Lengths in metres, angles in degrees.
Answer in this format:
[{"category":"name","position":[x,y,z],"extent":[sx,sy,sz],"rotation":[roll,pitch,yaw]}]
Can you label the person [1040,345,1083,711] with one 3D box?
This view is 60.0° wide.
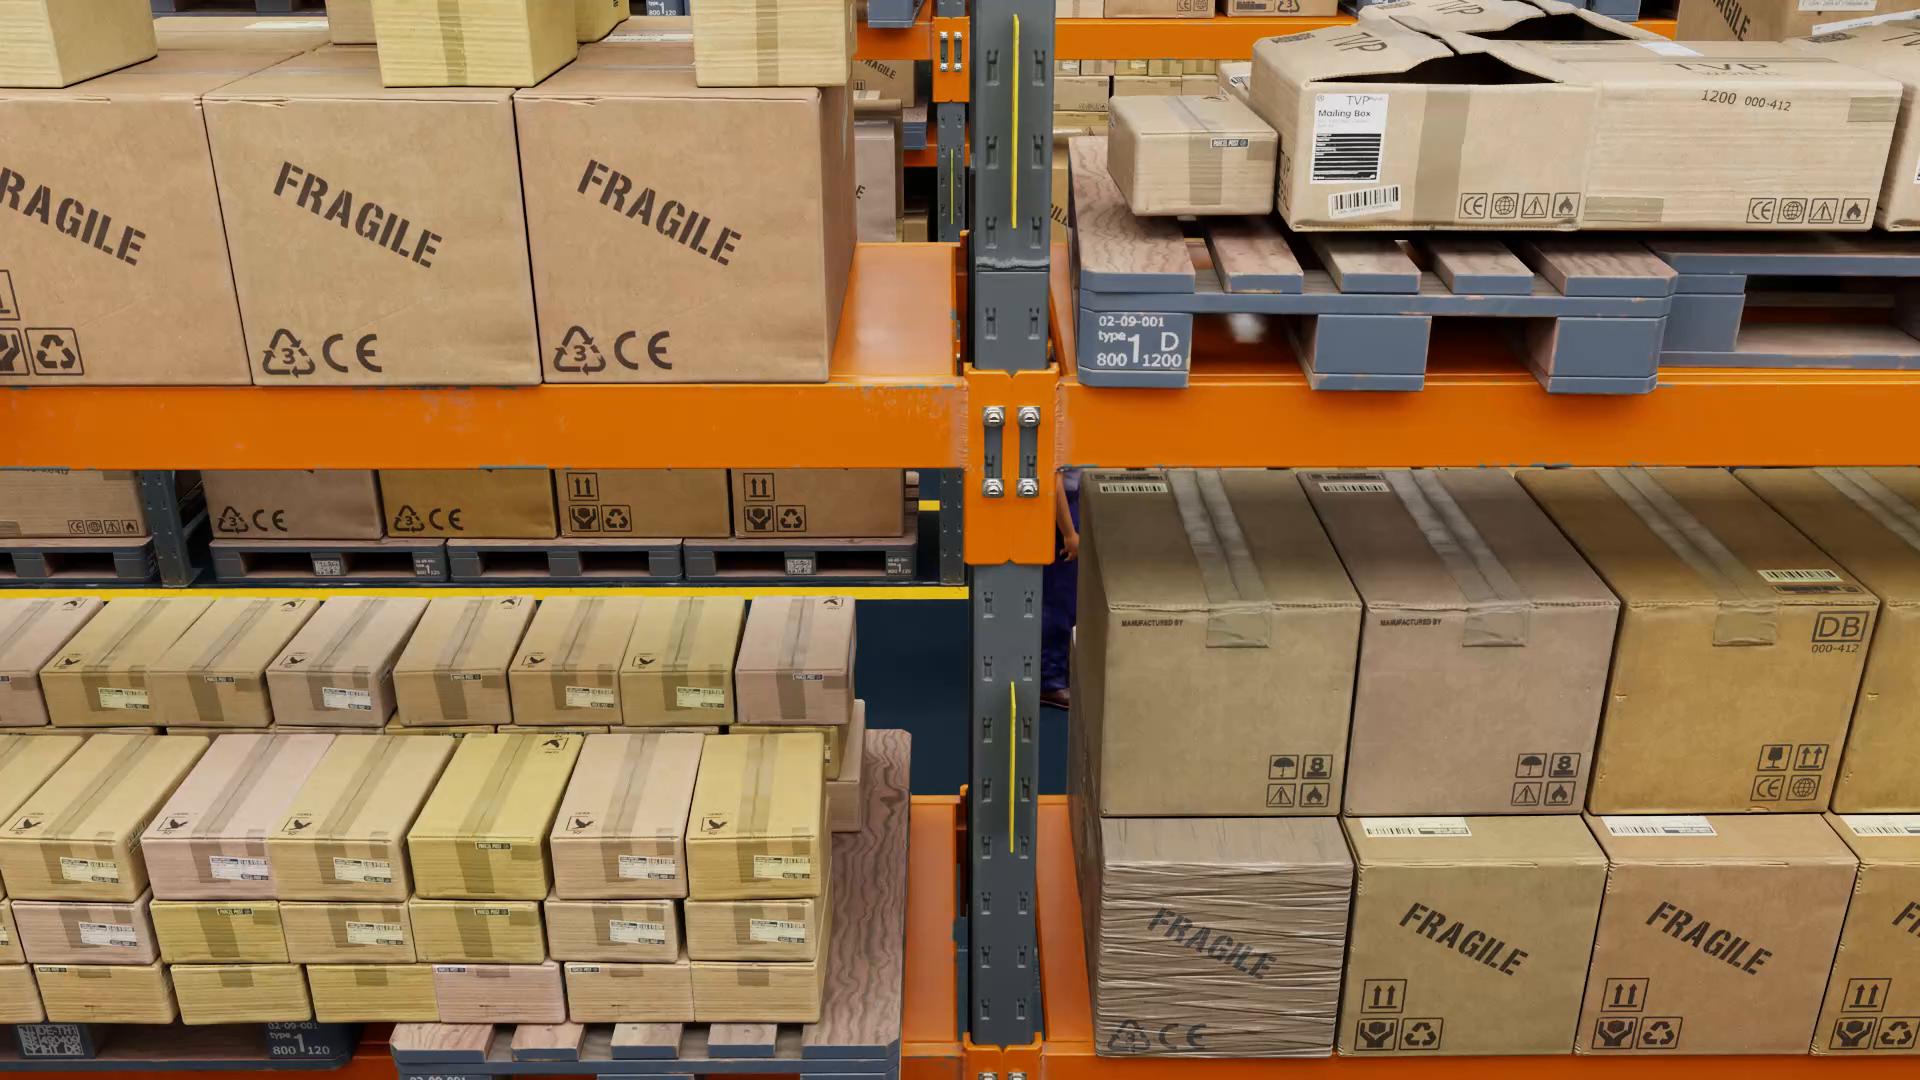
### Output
[{"category":"person","position":[0.409,-0.097,7.326],"extent":[0.365,1.652,0.559],"rotation":[-2,24,-4]}]
